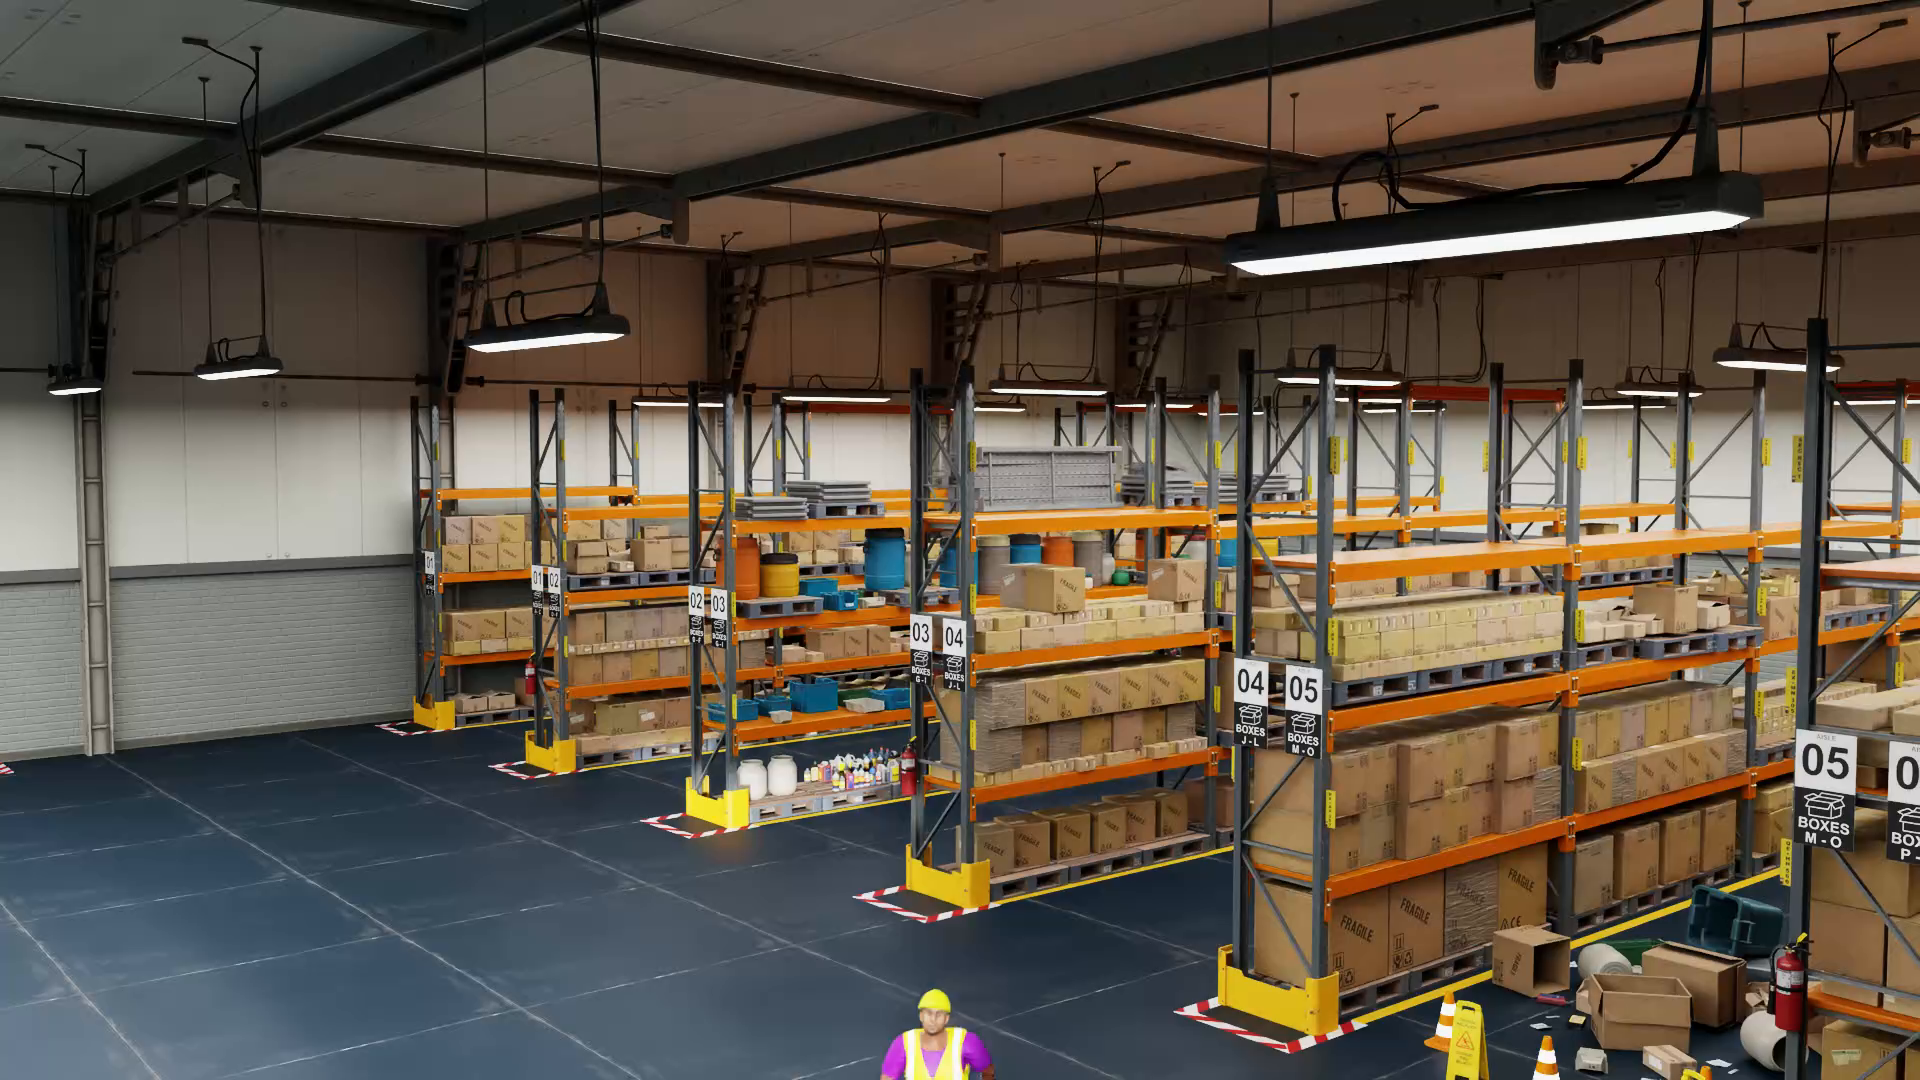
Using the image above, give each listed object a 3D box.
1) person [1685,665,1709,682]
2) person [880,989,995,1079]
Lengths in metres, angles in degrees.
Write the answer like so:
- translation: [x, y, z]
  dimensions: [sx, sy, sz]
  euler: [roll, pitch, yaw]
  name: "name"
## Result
- translation: [12.995, 2.546, 29.603]
  dimensions: [0.703, 1.675, 1.062]
  euler: [-1, 4, -20]
  name: "person"
- translation: [-0.158, 3.689, 10.526]
  dimensions: [0.721, 1.724, 0.612]
  euler: [0, 3, 3]
  name: "person"
